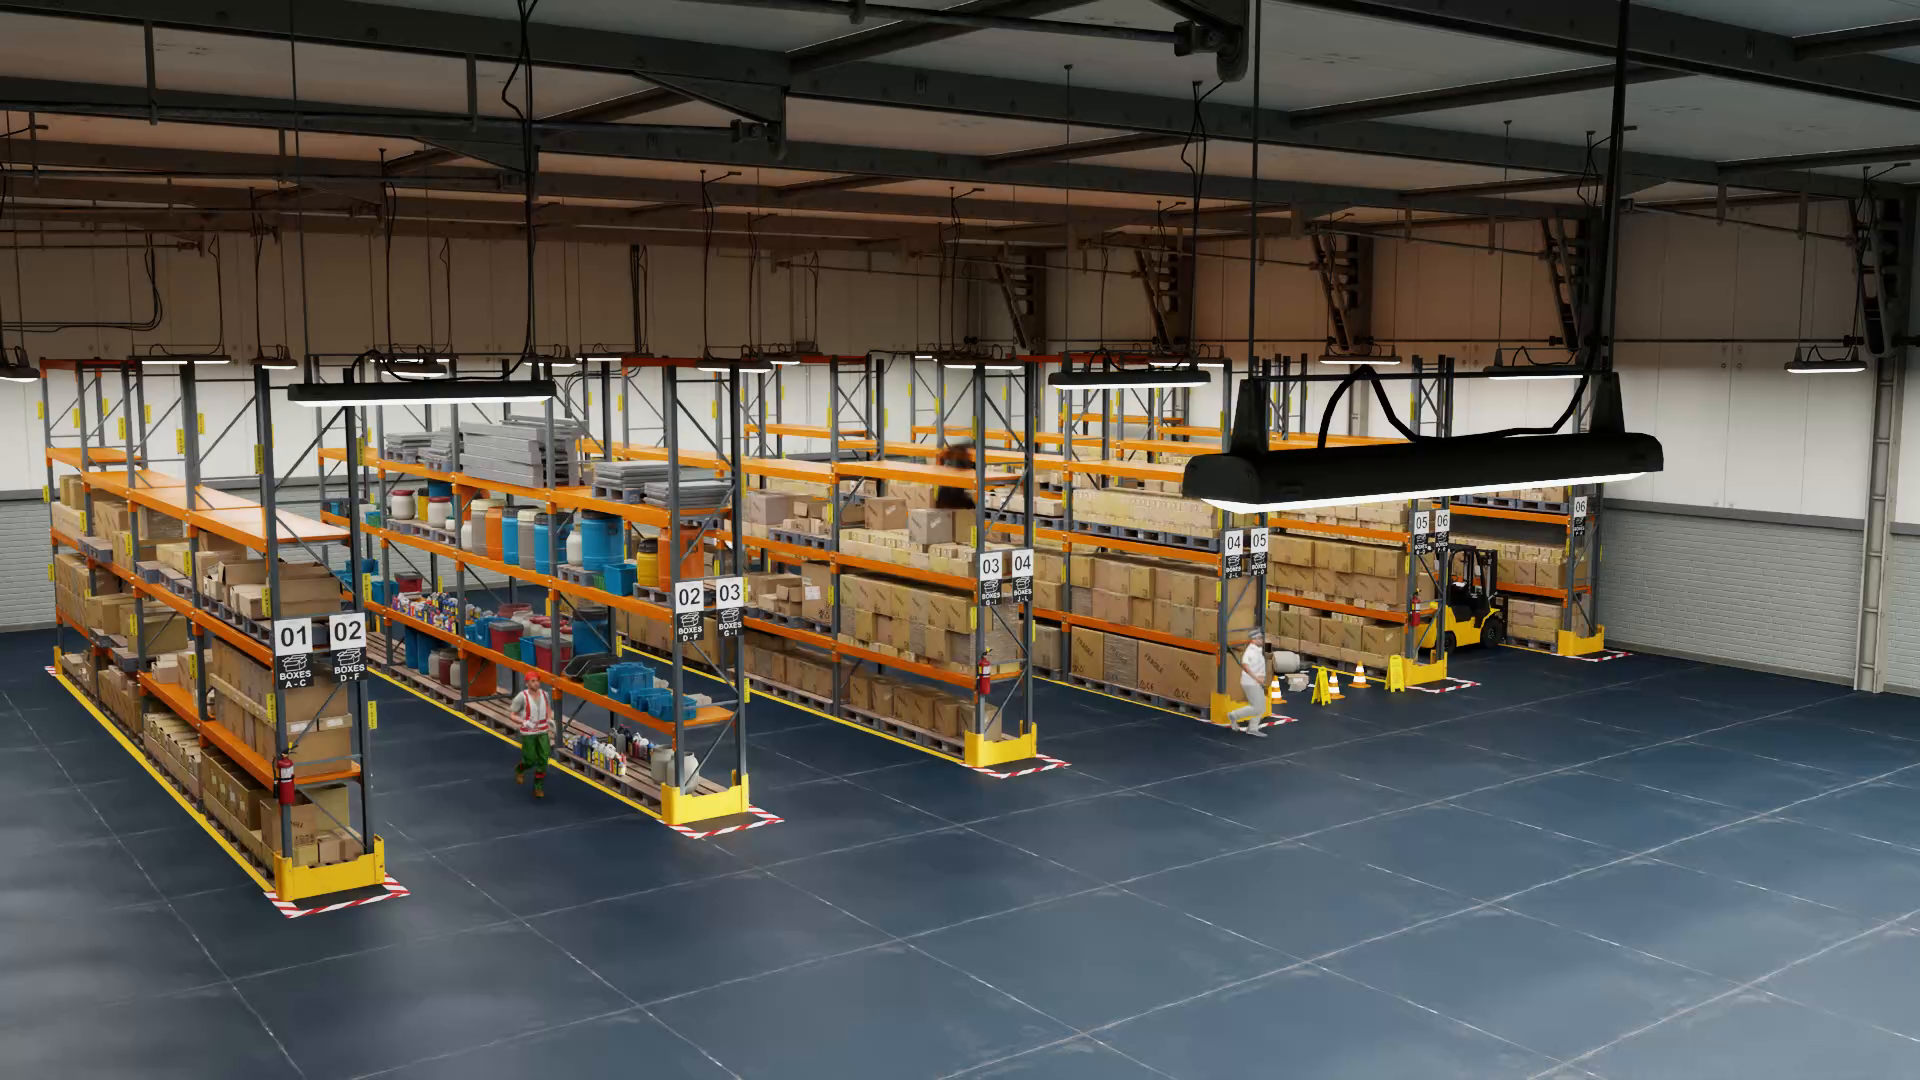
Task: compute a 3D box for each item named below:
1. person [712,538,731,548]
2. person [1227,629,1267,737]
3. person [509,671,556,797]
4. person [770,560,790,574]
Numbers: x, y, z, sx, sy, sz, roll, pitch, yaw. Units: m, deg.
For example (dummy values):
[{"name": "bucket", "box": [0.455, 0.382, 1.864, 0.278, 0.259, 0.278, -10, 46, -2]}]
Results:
[{"name": "person", "box": [-5.916, 0.584, 40.749, 0.735, 1.782, 0.706, 4, 8, 31]}, {"name": "person", "box": [4.614, 2.286, 26.650, 0.650, 1.776, 0.678, 1, 7, 9]}, {"name": "person", "box": [-5.965, 2.683, 23.200, 0.653, 1.750, 0.720, -6, 9, -41]}, {"name": "person", "box": [-4.538, 0.481, 41.935, 0.733, 1.696, 0.635, 3, 7, 20]}]
